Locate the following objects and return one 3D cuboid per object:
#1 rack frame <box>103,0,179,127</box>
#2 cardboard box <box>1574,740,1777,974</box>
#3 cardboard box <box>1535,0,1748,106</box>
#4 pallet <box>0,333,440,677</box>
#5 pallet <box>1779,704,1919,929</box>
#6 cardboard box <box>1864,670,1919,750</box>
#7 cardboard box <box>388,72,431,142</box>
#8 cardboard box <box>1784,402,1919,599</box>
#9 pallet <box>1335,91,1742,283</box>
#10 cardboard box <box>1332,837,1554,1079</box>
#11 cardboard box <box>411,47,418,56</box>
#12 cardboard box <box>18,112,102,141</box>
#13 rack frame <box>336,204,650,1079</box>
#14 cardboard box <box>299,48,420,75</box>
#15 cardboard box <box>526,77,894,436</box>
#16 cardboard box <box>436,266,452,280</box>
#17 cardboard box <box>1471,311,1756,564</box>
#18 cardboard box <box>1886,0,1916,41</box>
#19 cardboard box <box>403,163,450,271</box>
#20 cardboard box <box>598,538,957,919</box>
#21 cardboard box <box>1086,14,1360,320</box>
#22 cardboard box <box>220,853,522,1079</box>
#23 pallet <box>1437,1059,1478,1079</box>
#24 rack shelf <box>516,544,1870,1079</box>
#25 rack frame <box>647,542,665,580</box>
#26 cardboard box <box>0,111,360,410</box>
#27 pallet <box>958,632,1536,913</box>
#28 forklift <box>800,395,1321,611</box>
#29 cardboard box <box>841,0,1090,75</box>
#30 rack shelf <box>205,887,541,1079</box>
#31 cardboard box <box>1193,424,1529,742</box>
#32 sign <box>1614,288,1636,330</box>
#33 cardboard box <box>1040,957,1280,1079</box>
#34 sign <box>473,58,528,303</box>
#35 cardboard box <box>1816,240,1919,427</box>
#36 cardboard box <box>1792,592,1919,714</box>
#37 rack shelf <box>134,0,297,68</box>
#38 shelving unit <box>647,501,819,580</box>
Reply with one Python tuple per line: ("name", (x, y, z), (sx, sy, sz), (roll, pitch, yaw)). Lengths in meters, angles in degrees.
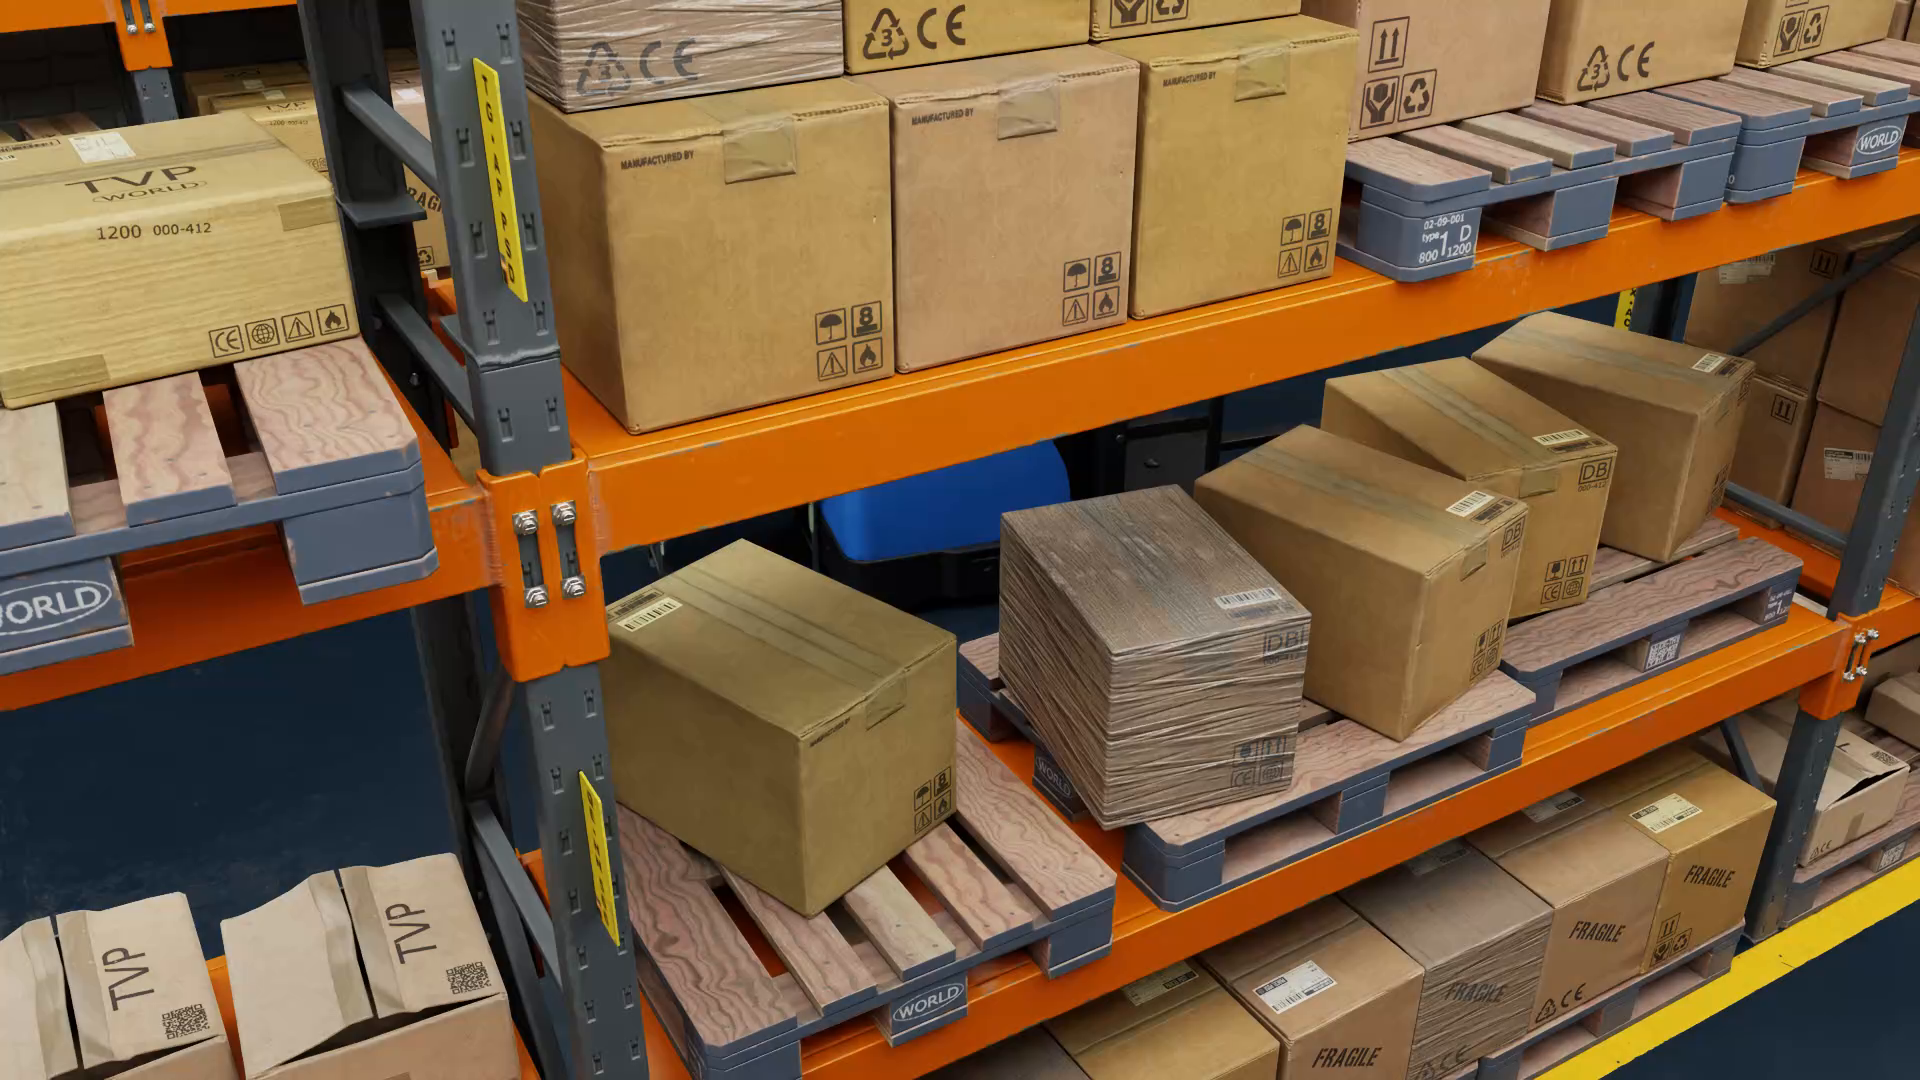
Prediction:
("rack frame", (-3.431, -1.223, 7.361), (0.127, 3.000, 1.000), (-16, 33, -26))
("cardboard box", (2.250, 1.003, 5.460), (0.500, 0.500, 0.500), (-16, 33, -27))
("cardboard box", (1.494, -1.458, 4.042), (0.600, 0.600, 0.600), (-16, 33, -27))
("pallet", (-1.458, -0.187, 2.576), (1.003, 0.211, 1.213), (-14, 32, -24))
("pallet", (3.123, 0.914, 6.376), (1.213, 0.211, 1.003), (-16, 33, -26))
("cardboard box", (3.743, 0.680, 6.390), (0.250, 0.166, 0.380), (-16, 33, -26))
("cardboard box", (-2.446, -1.870, 7.325), (0.500, 0.250, 0.500), (-16, 33, -27))
("cardboard box", (3.108, -0.194, 5.394), (0.500, 0.500, 0.500), (-15, 32, -25))
("pallet", (1.040, -0.985, 4.020), (1.003, 0.211, 1.213), (-16, 33, -26))
("cardboard box", (1.387, 1.243, 5.025), (0.500, 0.500, 0.500), (-15, 32, -26))
("cardboard box", (-2.279, -2.202, 7.928), (0.500, 0.250, 0.500), (-17, 33, -28))
("cardboard box", (-3.713, -1.646, 6.898), (0.250, 0.149, 0.380), (-21, 35, -33))
("rack frame", (-0.918, 0.840, 3.624), (0.127, 3.000, 1.000), (-16, 33, -26))
("cardboard box", (-2.723, -2.078, 7.703), (0.500, 0.250, 0.500), (-17, 33, -28))
("cardboard box", (-0.559, -0.638, 3.094), (0.500, 0.500, 0.910), (-16, 33, -26))
("cardboard box", (-2.382, -1.306, 7.752), (0.250, 0.149, 0.380), (-16, 33, -27))
("cardboard box", (2.009, -0.344, 5.231), (0.700, 0.500, 0.500), (22, 36, 34))
("cardboard box", (2.815, -1.617, 5.126), (0.500, 0.250, 0.500), (-16, 33, -26))
("cardboard box", (-2.426, -1.542, 7.508), (0.500, 0.500, 0.500), (-15, 32, -25))
("cardboard box", (-0.432, 0.411, 3.862), (0.700, 0.500, 0.500), (22, 36, 34))
("cardboard box", (0.329, -0.890, 3.551), (0.500, 0.500, 0.910), (-16, 33, -26))
("cardboard box", (-1.254, 0.950, 3.517), (0.500, 0.311, 0.500), (-14, 32, -23))
("pallet", (0.795, 1.597, 5.138), (1.213, 0.211, 1.003), (-16, 33, -26))
("rack shelf", (0.806, 0.665, 4.685), (4.000, 0.370, 1.077), (-16, 33, -26))
("rack frame", (-1.439, -0.468, 7.546), (0.023, 1.500, 0.400), (-9, 30, -16))
("cardboard box", (-1.281, -0.457, 2.590), (0.500, 0.250, 0.500), (-19, 34, -30))
("pallet", (0.756, 0.446, 4.536), (1.213, 0.211, 1.003), (-16, 33, -26))
("forklift", (0.776, -1.365, 7.690), (3.031, 2.935, 1.130), (-9, 30, -16))
("cardboard box", (-0.099, -1.184, 3.048), (0.500, 0.500, 0.500), (-16, 33, -26))
("rack shelf", (-2.643, 1.644, 2.910), (4.000, 0.370, 1.077), (-16, 33, -26))
("cardboard box", (1.039, 0.091, 4.442), (0.700, 0.500, 0.500), (26, 38, 38))
("sign", (2.249, -0.742, 5.595), (0.005, 0.325, 0.100), (-16, 33, -26))
("cardboard box", (0.503, 1.498, 4.563), (0.500, 0.500, 0.500), (-16, 33, -27))
("sign", (-0.644, -0.501, 2.332), (0.005, 0.325, 0.100), (-16, 33, -26))
("cardboard box", (3.079, -0.619, 5.129), (0.500, 0.500, 0.500), (-15, 32, -25))
("cardboard box", (3.525, 0.404, 6.741), (0.500, 0.311, 0.500), (-16, 33, -26))
("rack shelf", (-1.707, -2.711, 7.697), (4.000, 0.370, 1.077), (-16, 33, -26))
("shelving unit", (-1.091, -0.524, 7.647), (0.755, 1.500, 0.431), (-9, 30, -16))
